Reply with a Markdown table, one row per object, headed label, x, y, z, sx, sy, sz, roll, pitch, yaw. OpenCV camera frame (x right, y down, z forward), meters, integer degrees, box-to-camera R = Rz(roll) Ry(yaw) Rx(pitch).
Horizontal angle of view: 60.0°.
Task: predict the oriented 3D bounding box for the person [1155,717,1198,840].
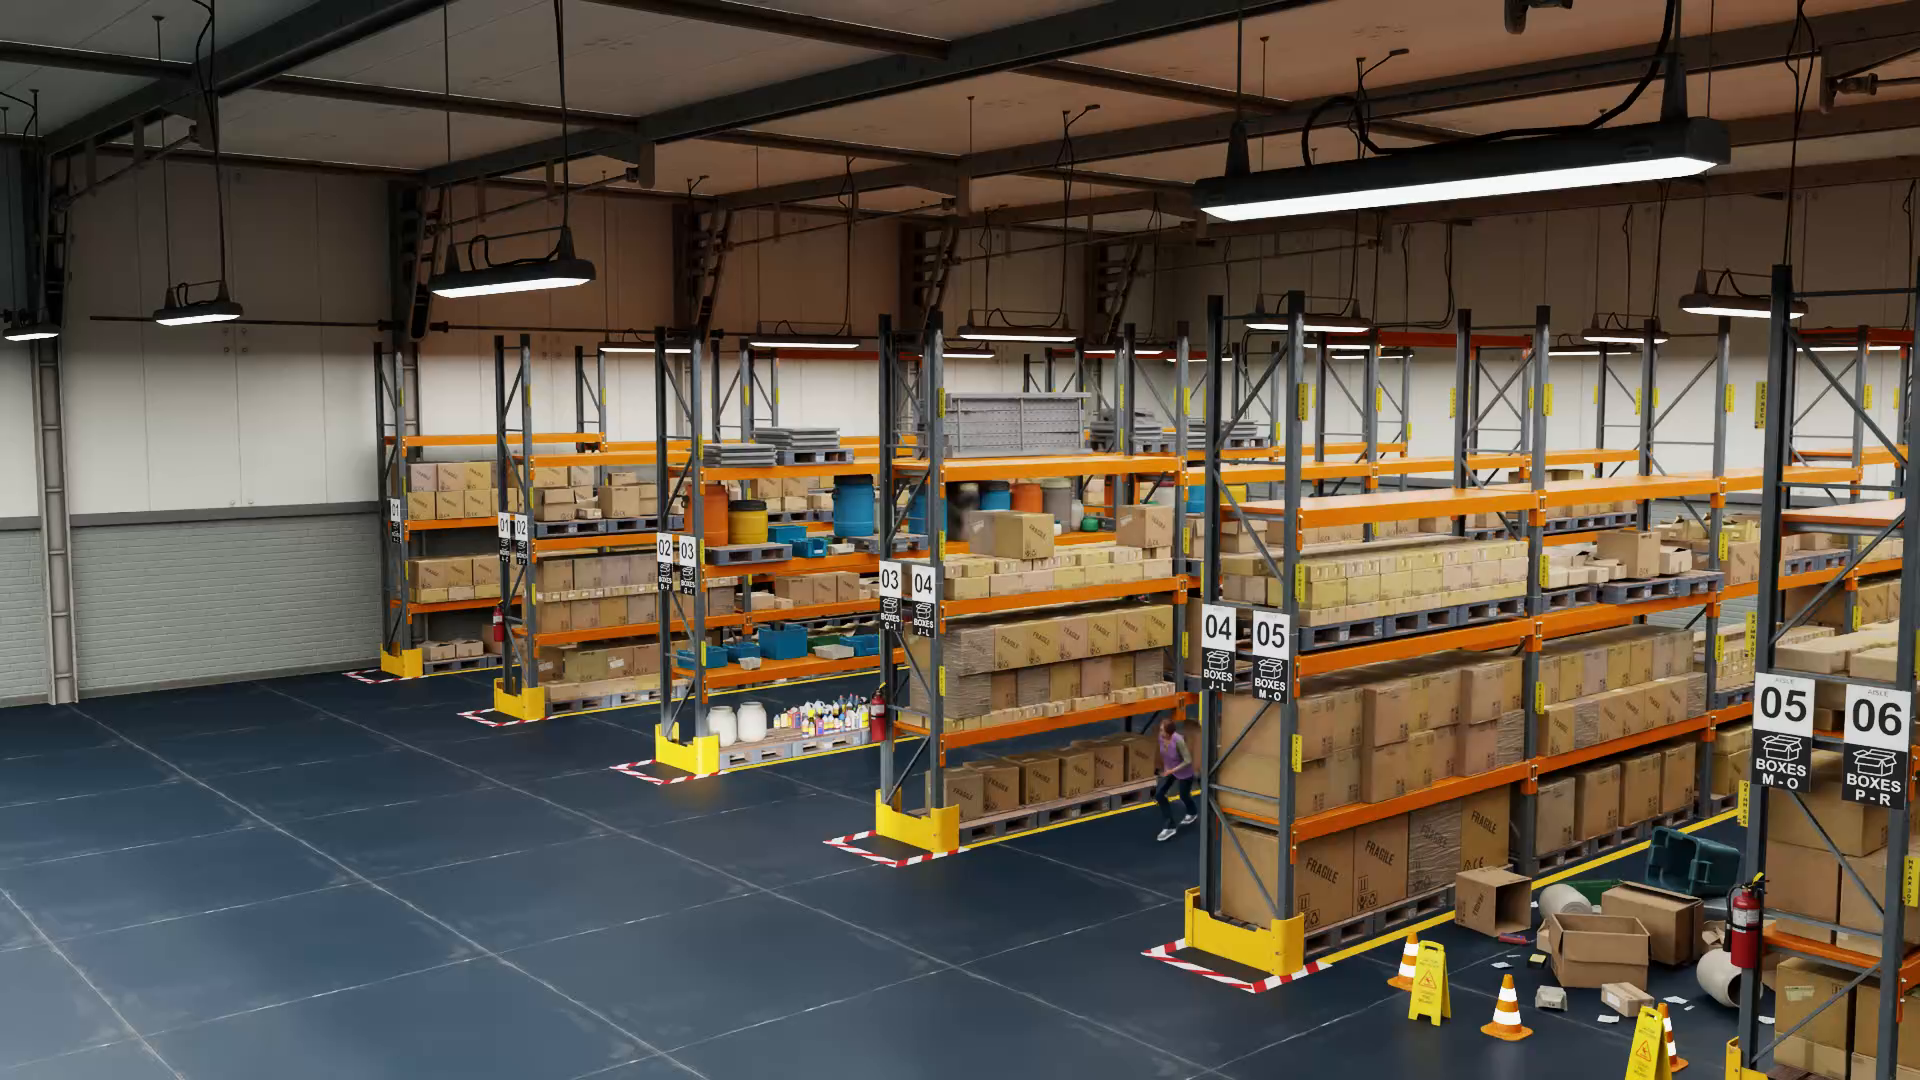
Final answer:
| label | x | y | z | sx | sy | sz | roll | pitch | yaw |
| --- | --- | --- | --- | --- | --- | --- | --- | --- | --- |
| person | 2.561 | 2.690 | 19.178 | 0.516 | 1.424 | 0.964 | 4 | 7 | 39 |

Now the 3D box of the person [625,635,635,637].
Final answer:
| label | x | y | z | sx | sy | sz | roll | pitch | yaw |
| --- | --- | --- | --- | --- | --- | --- | --- | --- | --- |
| person | -5.918 | 1.698 | 29.709 | 0.539 | 1.556 | 0.713 | 3 | 6 | 30 |
